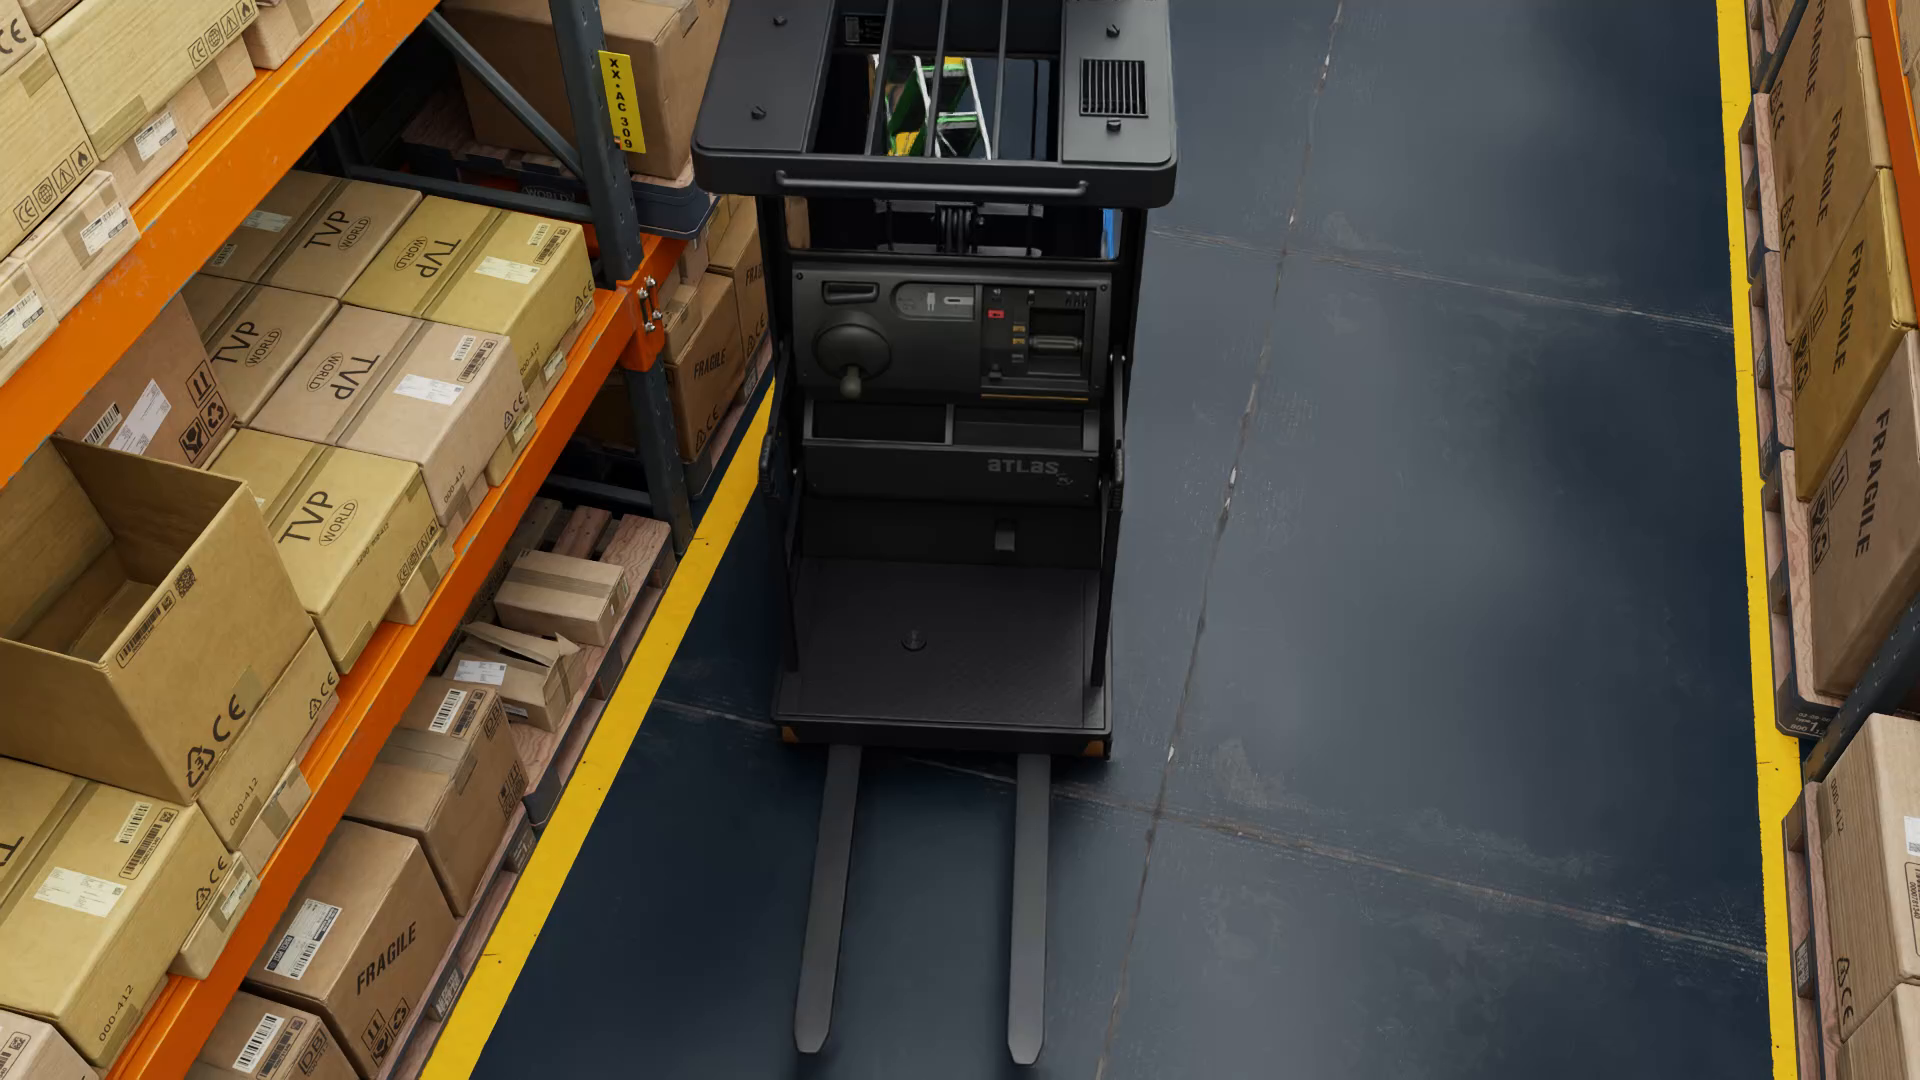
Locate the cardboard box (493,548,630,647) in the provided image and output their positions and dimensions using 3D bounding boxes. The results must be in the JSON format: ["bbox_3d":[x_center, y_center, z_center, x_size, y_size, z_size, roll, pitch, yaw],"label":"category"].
[{"bbox_3d":[-1.362,0.194,5.699,0.380,0.149,0.250,10,49,9],"label":"cardboard box"}]

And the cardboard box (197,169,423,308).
[{"bbox_3d":[-1.889,-0.815,4.870,0.500,0.250,0.500,11,50,10],"label":"cardboard box"}]

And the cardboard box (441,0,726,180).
[{"bbox_3d":[-1.155,-1.549,5.270,0.700,0.500,0.500,13,50,11],"label":"cardboard box"}]

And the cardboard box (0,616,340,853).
[{"bbox_3d":[-1.795,0.392,3.805,0.500,0.250,0.500,10,49,9],"label":"cardboard box"}]

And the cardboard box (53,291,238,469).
[{"bbox_3d":[-2.147,-0.343,3.954,0.500,0.500,0.500,10,49,9],"label":"cardboard box"}]

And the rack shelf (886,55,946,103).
[{"bbox_3d":[-0.172,-2.072,7.144,0.258,0.480,0.148,-7,75,-19],"label":"rack shelf"}]

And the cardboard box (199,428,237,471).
[{"bbox_3d":[-2.152,-0.078,4.220,0.500,0.250,0.500,13,50,11],"label":"cardboard box"}]

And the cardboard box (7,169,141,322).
[{"bbox_3d":[-1.685,-0.543,2.895,0.380,0.149,0.250,12,50,11],"label":"cardboard box"}]

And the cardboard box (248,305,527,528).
[{"bbox_3d":[-1.515,-0.338,4.449,0.500,0.250,0.500,12,50,10],"label":"cardboard box"}]

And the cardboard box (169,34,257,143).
[{"bbox_3d":[-1.622,-0.929,3.236,0.380,0.149,0.250,13,50,11],"label":"cardboard box"}]

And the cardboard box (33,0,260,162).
[{"bbox_3d":[-1.656,-0.968,3.004,0.500,0.250,0.500,13,50,11],"label":"cardboard box"}]

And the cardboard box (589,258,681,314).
[{"bbox_3d":[-1.206,-0.915,5.813,0.380,0.149,0.250,11,49,9],"label":"cardboard box"}]

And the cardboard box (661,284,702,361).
[{"bbox_3d":[-1.147,-0.804,5.914,0.380,0.149,0.250,14,50,12],"label":"cardboard box"}]

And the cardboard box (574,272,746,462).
[{"bbox_3d":[-1.154,-0.688,6.244,0.500,0.500,0.500,14,50,12],"label":"cardboard box"}]

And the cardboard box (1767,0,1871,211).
[{"bbox_3d":[4.082,-1.940,7.099,0.875,0.875,0.875,11,50,10],"label":"cardboard box"}]

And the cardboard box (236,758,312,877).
[{"bbox_3d":[-1.763,0.605,3.883,0.380,0.149,0.250,13,50,11],"label":"cardboard box"}]

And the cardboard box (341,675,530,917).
[{"bbox_3d":[-1.763,0.725,4.996,0.700,0.500,0.500,10,49,9],"label":"cardboard box"}]

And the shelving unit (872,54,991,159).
[{"bbox_3d":[-0.089,-1.677,7.043,0.258,0.503,1.200,-7,75,-19],"label":"shelving unit"}]

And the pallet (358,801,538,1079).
[{"bbox_3d":[-1.999,1.234,5.021,1.003,0.211,1.213,12,50,10],"label":"pallet"}]

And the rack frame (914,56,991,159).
[{"bbox_3d":[-0.022,-1.748,6.819,0.240,0.015,1.200,-7,75,-19],"label":"rack frame"}]

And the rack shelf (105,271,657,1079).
[{"bbox_3d":[-2.025,0.614,4.188,1.077,0.370,4.000,12,50,10],"label":"rack shelf"}]

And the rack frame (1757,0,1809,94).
[{"bbox_3d":[4.344,-2.987,6.886,1.000,3.000,0.127,12,50,10],"label":"rack frame"}]

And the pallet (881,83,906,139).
[{"bbox_3d":[-0.679,-2.509,8.324,1.003,0.211,1.213,12,50,10],"label":"pallet"}]

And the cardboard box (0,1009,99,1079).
[{"bbox_3d":[-2.039,1.134,3.150,0.500,0.250,0.500,12,50,10],"label":"cardboard box"}]

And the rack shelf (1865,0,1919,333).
[{"bbox_3d":[3.818,-1.303,5.879,1.077,0.370,4.000,12,50,10],"label":"rack shelf"}]

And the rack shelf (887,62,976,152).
[{"bbox_3d":[-0.124,-1.844,7.086,0.258,0.480,0.148,-7,75,-19],"label":"rack shelf"}]

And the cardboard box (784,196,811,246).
[{"bbox_3d":[-0.888,-1.436,6.903,0.500,0.500,0.500,10,49,9],"label":"cardboard box"}]

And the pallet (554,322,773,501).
[{"bbox_3d":[-1.321,-0.744,6.766,1.003,0.211,1.213,12,50,10],"label":"pallet"}]

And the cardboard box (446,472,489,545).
[{"bbox_3d":[-1.527,-0.138,4.538,0.380,0.149,0.250,13,50,11],"label":"cardboard box"}]

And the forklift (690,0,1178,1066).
[{"bbox_3d":[-0.037,-0.500,4.736,1.130,2.935,3.031,2,49,2],"label":"forklift"}]

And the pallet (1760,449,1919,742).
[{"bbox_3d":[3.422,0.256,5.884,1.003,0.211,1.213,12,50,10],"label":"pallet"}]

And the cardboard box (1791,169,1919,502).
[{"bbox_3d":[3.607,-0.649,5.959,0.875,0.875,0.875,13,50,11],"label":"cardboard box"}]

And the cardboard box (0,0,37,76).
[{"bbox_3d":[-1.797,-0.757,2.485,0.500,0.250,0.500,13,50,11],"label":"cardboard box"}]

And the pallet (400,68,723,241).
[{"bbox_3d":[-1.183,-1.564,5.758,1.003,0.211,1.213,12,50,10],"label":"pallet"}]

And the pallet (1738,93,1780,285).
[{"bbox_3d":[4.064,-1.509,7.441,1.003,0.211,1.213,12,50,10],"label":"pallet"}]

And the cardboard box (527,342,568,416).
[{"bbox_3d":[-1.386,-0.515,4.871,0.380,0.149,0.250,13,50,11],"label":"cardboard box"}]

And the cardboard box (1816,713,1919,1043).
[{"bbox_3d":[3.022,1.048,4.754,0.875,0.438,0.875,11,49,9],"label":"cardboard box"}]

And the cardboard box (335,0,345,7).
[{"bbox_3d":[-1.455,-1.293,3.558,0.380,0.149,0.250,13,50,11],"label":"cardboard box"}]

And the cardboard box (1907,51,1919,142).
[{"bbox_3d":[3.584,-1.523,5.693,0.500,0.250,0.500,12,50,10],"label":"cardboard box"}]

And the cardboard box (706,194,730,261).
[{"bbox_3d":[-1.093,-1.208,6.270,0.380,0.149,0.250,9,49,8],"label":"cardboard box"}]

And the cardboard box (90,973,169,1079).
[{"bbox_3d":[-1.952,0.968,3.563,0.380,0.149,0.250,12,50,11],"label":"cardboard box"}]

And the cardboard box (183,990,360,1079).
[{"bbox_3d":[-2.036,1.476,4.334,0.700,0.500,0.500,13,50,12],"label":"cardboard box"}]
